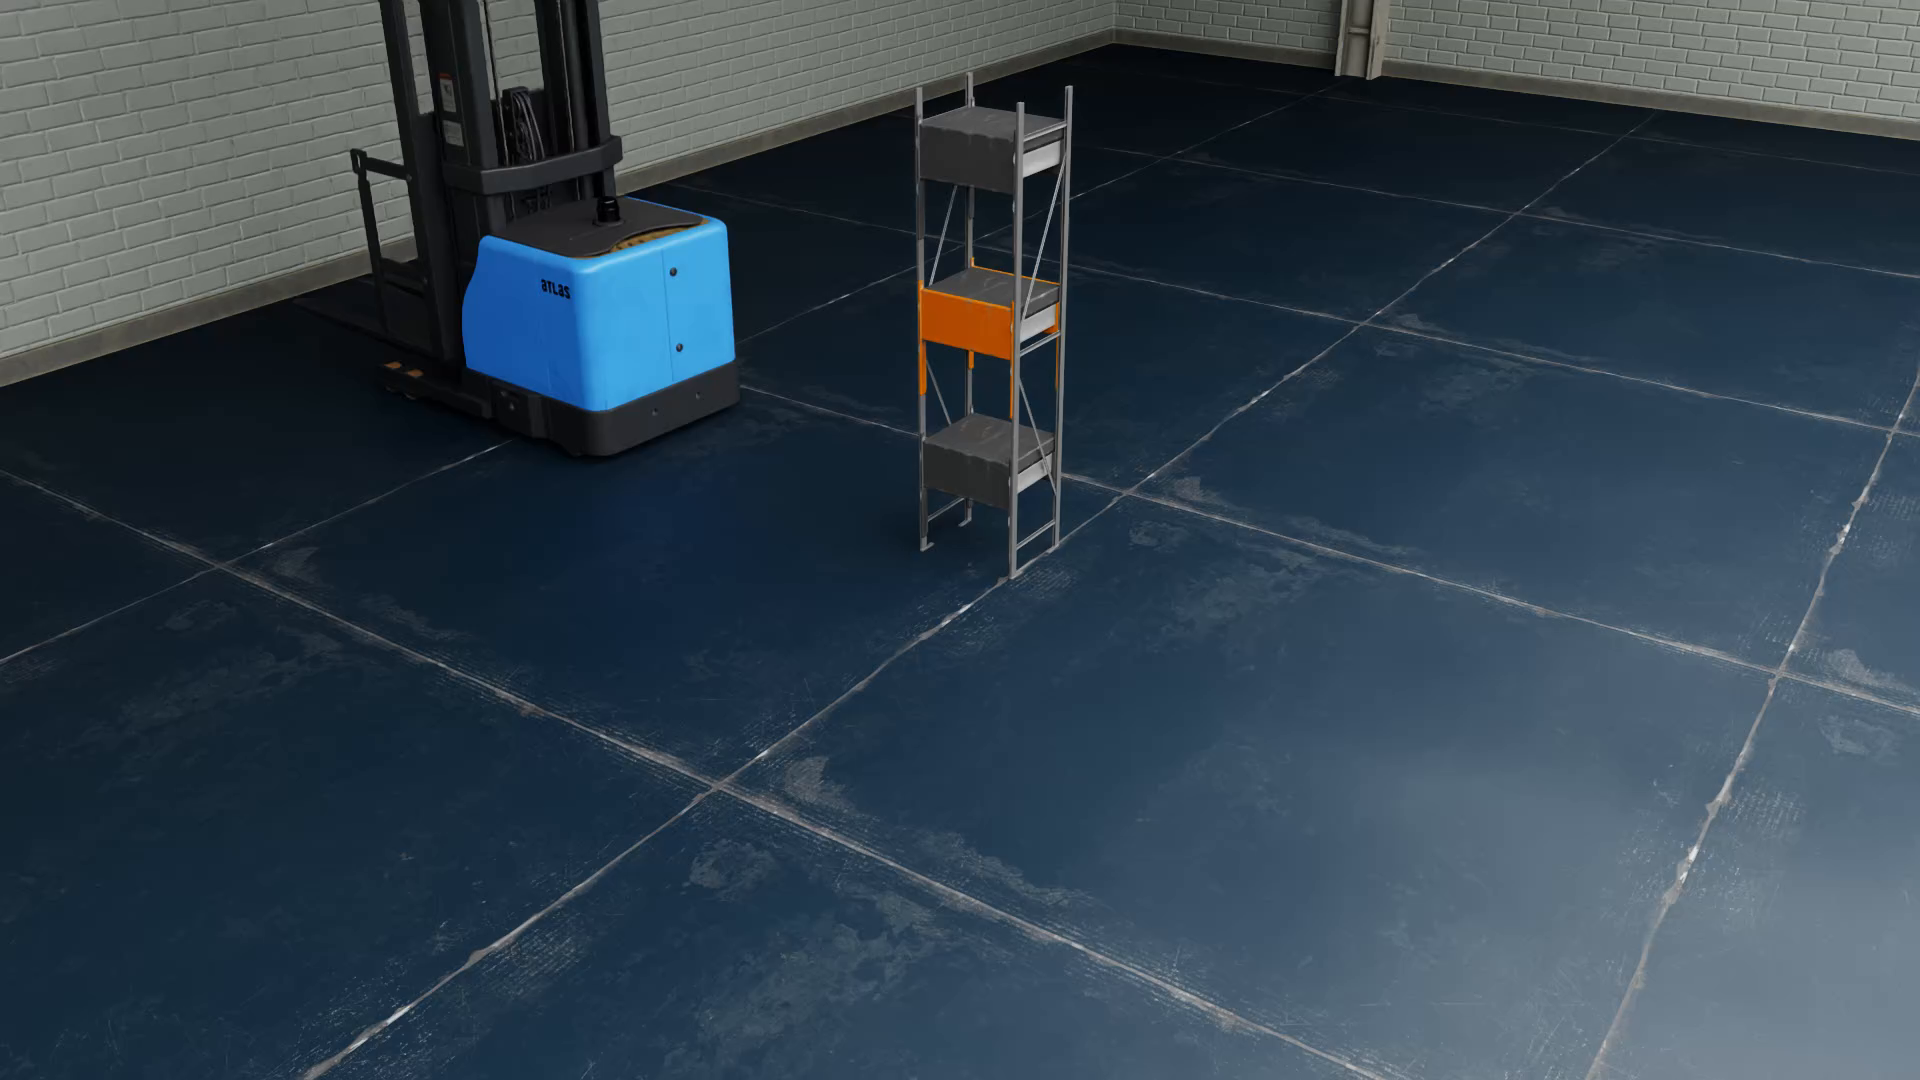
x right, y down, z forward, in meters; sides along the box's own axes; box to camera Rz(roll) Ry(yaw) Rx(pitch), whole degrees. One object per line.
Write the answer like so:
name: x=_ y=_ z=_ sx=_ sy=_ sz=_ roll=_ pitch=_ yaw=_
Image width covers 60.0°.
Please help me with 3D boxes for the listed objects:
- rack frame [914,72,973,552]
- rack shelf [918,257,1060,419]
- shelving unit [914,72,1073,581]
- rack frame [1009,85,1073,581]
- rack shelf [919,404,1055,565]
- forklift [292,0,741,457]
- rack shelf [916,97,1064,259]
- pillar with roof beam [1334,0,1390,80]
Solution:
rack frame: x=-0.065 y=-0.956 z=7.313 sx=0.015 sy=2.100 sz=0.400 roll=17 pitch=32 yaw=30
rack shelf: x=0.136 y=-0.881 z=7.196 sx=0.480 sy=0.518 sz=0.431 roll=17 pitch=32 yaw=30
shelving unit: x=0.136 y=-0.893 z=7.190 sx=0.503 sy=2.100 sz=0.431 roll=17 pitch=32 yaw=30
rack frame: x=0.338 y=-0.831 z=7.067 sx=0.015 sy=2.100 sz=0.400 roll=17 pitch=32 yaw=30
rack shelf: x=0.136 y=-0.257 z=7.514 sx=0.480 sy=0.518 sz=0.431 roll=17 pitch=32 yaw=30
forklift: x=-2.672 y=-2.258 z=8.955 sx=3.031 sy=2.935 sz=1.130 roll=20 pitch=33 yaw=33
rack shelf: x=0.136 y=-1.505 z=6.879 sx=0.480 sy=0.518 sz=0.431 roll=17 pitch=32 yaw=30
pillar with roof beam: x=1.679 y=-7.210 z=11.996 sx=0.400 sy=9.000 sz=9.100 roll=17 pitch=32 yaw=30
